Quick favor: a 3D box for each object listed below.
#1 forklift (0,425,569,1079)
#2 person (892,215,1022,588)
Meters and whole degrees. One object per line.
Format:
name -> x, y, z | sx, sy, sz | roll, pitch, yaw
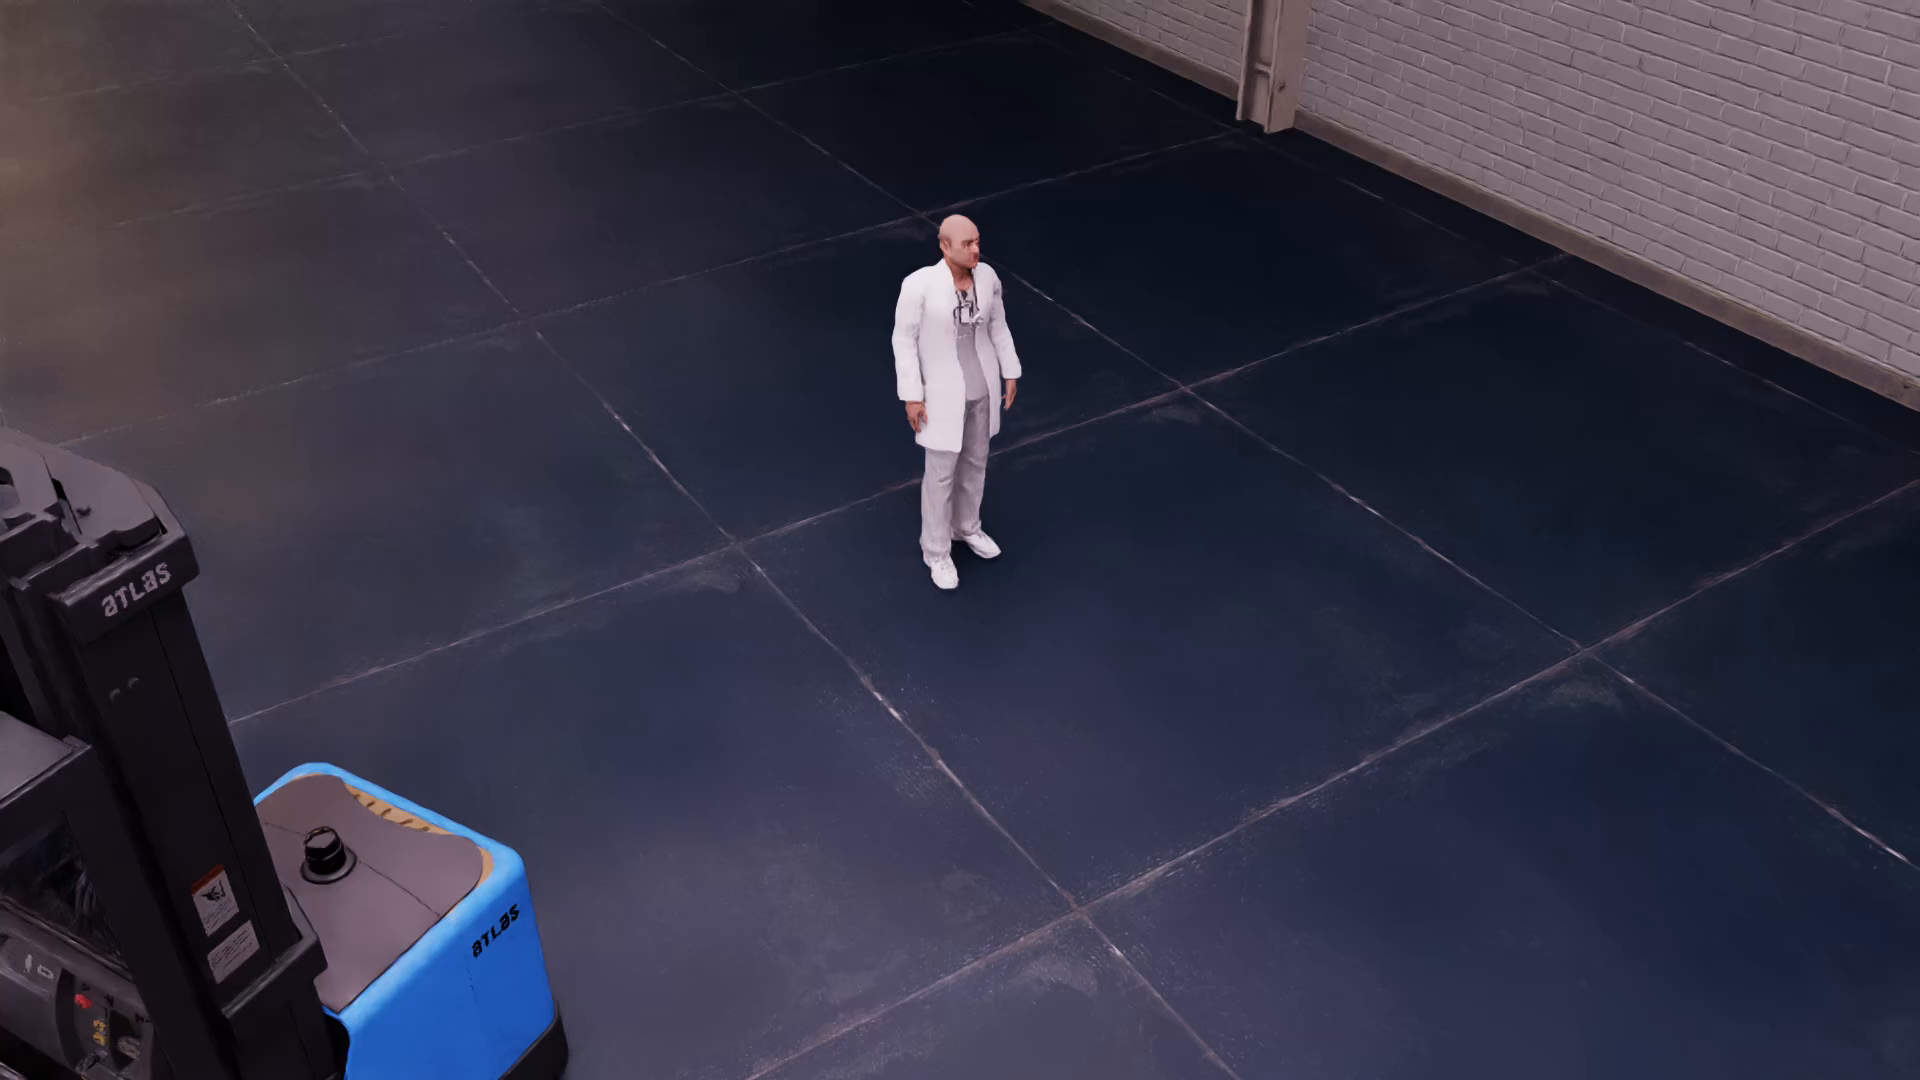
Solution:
forklift -> -2.561, 1.299, 4.298 | 1.130, 2.935, 3.031 | 18, 39, 24
person -> 0.046, -0.688, 8.117 | 0.694, 1.776, 0.579 | -21, 40, -27
